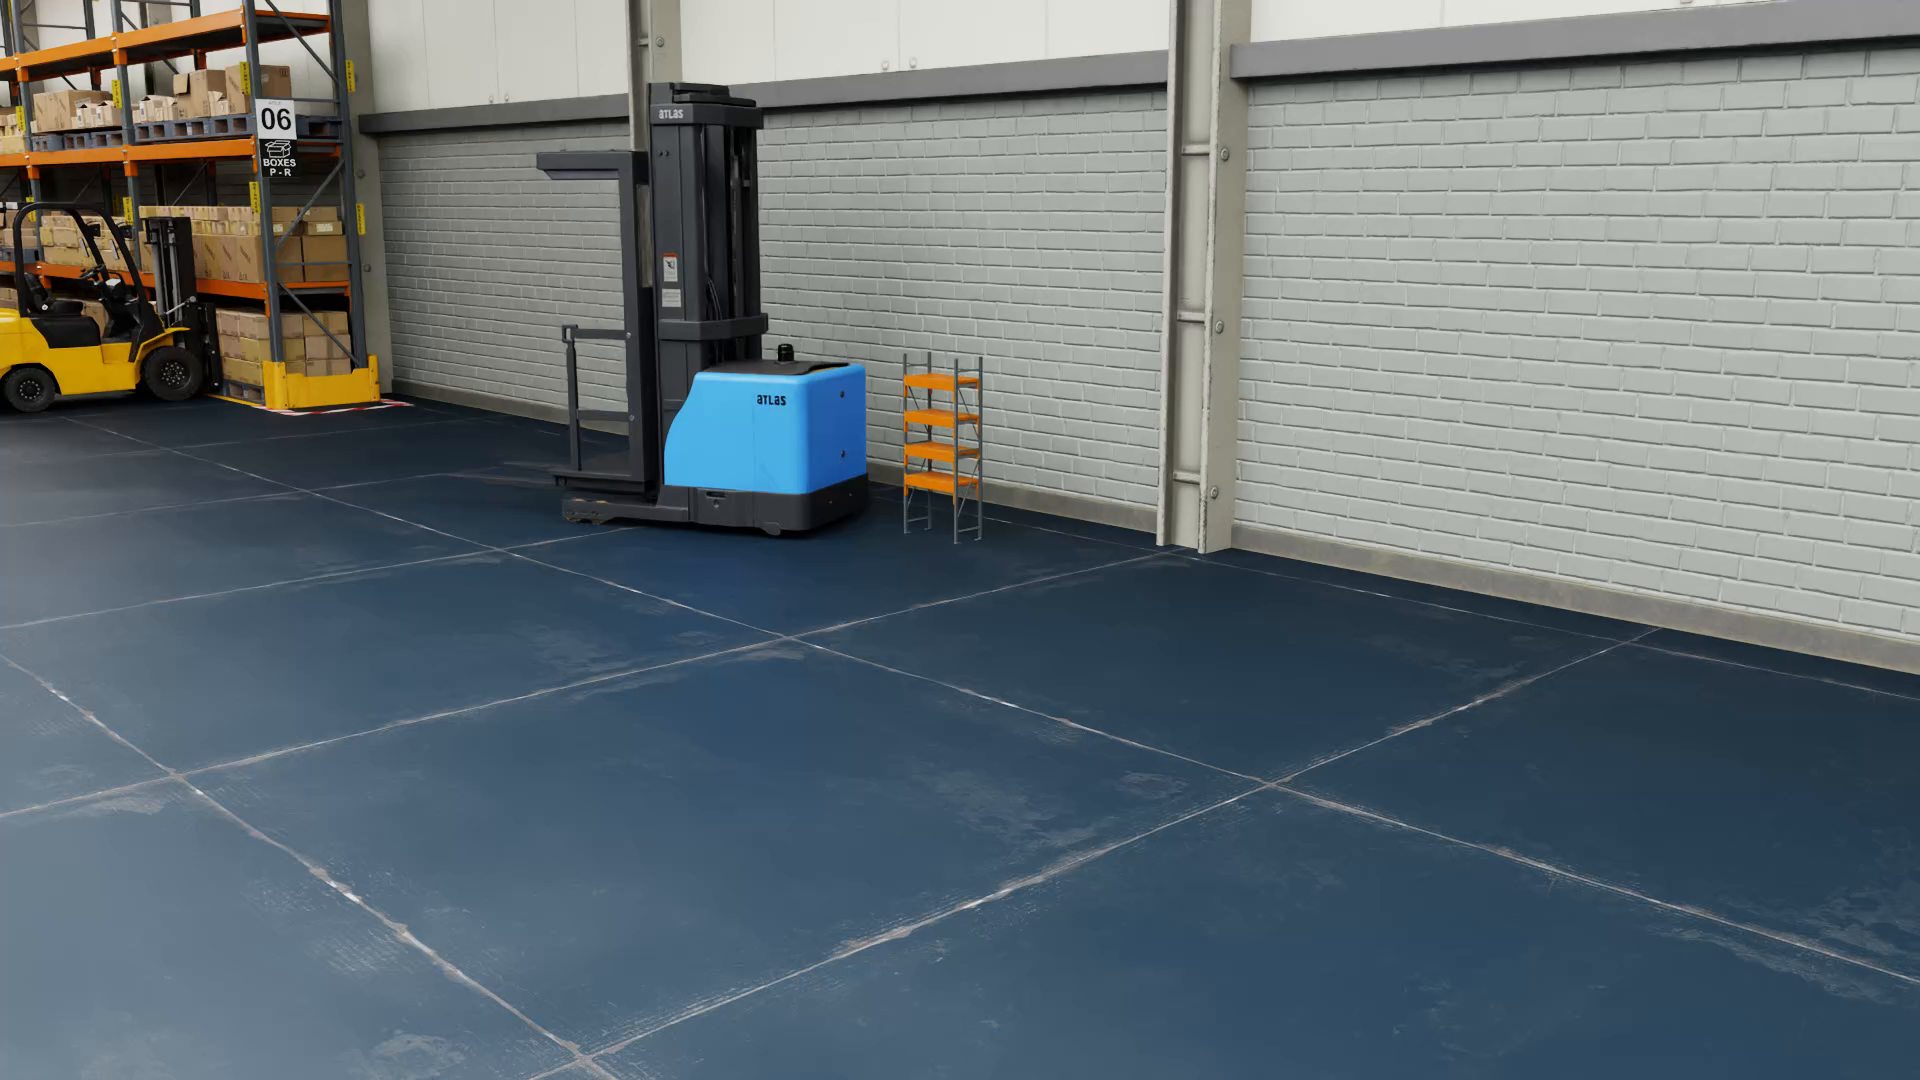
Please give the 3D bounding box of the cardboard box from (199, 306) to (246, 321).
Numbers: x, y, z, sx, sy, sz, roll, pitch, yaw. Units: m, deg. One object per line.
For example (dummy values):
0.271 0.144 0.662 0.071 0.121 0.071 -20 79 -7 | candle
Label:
-8.543 -2.551 19.153 0.500 0.250 0.500 -11 16 -44 | cardboard box

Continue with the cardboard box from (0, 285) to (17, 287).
-14.741 -3.853 25.724 0.250 0.149 0.380 11 16 42 | cardboard box

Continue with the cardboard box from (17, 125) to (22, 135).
-13.051 -5.774 23.456 0.250 0.149 0.380 11 16 44 | cardboard box

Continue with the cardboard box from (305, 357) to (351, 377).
-7.140 -1.915 18.547 0.500 0.250 0.500 -11 16 -42 | cardboard box

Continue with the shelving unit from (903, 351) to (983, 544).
-0.114 -0.612 10.908 0.258 1.200 0.503 -11 16 -43 | shelving unit

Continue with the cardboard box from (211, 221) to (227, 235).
-8.099 -3.485 18.539 0.250 0.149 0.380 11 16 43 | cardboard box

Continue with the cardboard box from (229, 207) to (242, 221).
-7.735 -3.559 18.158 0.380 0.149 0.250 -10 16 -41 | cardboard box

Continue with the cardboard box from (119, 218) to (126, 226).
-10.292 -3.962 20.852 0.380 0.149 0.250 -11 16 -43 | cardboard box

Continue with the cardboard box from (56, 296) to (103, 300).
-12.046 -3.074 23.244 0.875 0.625 0.625 -10 15 -41 | cardboard box

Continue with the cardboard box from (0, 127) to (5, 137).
-13.756 -5.925 24.188 0.380 0.149 0.250 -10 15 -41 | cardboard box

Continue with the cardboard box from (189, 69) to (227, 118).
-8.059 -4.924 18.408 0.700 0.500 0.500 -11 16 -42 | cardboard box

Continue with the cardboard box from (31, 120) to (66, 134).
-12.446 -5.641 22.714 0.380 0.166 0.250 -11 16 -43 | cardboard box

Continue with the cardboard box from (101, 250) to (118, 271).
-10.593 -3.577 21.212 0.500 0.250 0.500 -11 16 -43 | cardboard box

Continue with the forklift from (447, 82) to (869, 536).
-2.206 -1.633 11.576 3.031 2.935 1.130 5 13 22 | forklift

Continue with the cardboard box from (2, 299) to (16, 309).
-13.988 -3.362 24.948 0.500 0.500 0.500 11 16 43 | cardboard box

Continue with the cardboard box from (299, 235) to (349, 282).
-7.083 -3.117 18.360 0.500 0.500 0.500 -10 15 -41 | cardboard box

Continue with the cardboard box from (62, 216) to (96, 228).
-11.889 -4.295 22.468 0.380 0.149 0.250 -11 16 -42 | cardboard box

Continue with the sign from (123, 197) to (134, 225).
-10.090 -3.992 20.182 0.100 0.325 0.005 -11 16 -43 | sign

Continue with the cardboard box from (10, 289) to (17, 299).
-14.019 -3.701 24.988 0.380 0.149 0.250 -11 16 -42 | cardboard box

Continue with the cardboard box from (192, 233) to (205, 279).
-8.533 -3.265 19.077 0.500 0.500 0.500 -11 16 -42 | cardboard box

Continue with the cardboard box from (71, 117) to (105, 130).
-11.216 -5.372 21.455 0.380 0.149 0.250 -11 16 -43 | cardboard box

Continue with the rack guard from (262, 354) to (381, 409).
-6.926 -1.729 18.067 1.175 0.500 0.348 -11 16 -43 | rack guard

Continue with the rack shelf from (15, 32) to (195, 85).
-11.086 -6.223 21.589 1.077 0.370 4.000 -11 16 -43 | rack shelf

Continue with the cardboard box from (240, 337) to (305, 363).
-7.504 -2.088 18.149 0.500 0.250 0.500 -11 16 -43 | cardboard box

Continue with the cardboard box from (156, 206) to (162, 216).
-9.440 -3.942 20.020 0.380 0.149 0.250 -11 16 -42 | cardboard box

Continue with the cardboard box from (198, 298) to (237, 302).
-9.225 -2.845 20.581 0.500 0.250 0.500 -10 16 -41 | cardboard box

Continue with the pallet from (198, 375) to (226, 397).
-8.339 -1.875 19.490 1.003 0.211 1.213 -11 16 -43 | pallet

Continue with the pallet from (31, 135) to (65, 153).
-11.934 -5.415 22.794 1.213 0.211 1.003 -10 15 -40 | pallet

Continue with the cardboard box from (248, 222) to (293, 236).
-7.384 -3.335 17.812 0.380 0.149 0.250 -11 16 -42 | cardboard box

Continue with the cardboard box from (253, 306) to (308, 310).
-7.823 -2.549 19.147 0.500 0.250 0.500 -11 16 -43 | cardboard box

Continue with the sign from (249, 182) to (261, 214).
-7.344 -3.567 17.333 0.100 0.325 0.005 -11 16 -43 | sign

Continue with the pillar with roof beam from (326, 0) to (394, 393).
-9.885 -5.523 15.417 9.100 9.000 0.400 -11 16 -43 | pillar with roof beam

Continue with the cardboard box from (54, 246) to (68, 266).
-11.993 -3.878 22.674 0.500 0.250 0.500 -11 16 -44 | cardboard box

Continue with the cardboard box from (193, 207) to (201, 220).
-8.567 -3.755 19.109 0.380 0.149 0.250 -11 16 -42 | cardboard box

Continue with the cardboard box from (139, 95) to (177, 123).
-9.306 -5.066 19.565 0.500 0.311 0.500 -10 16 -41 | cardboard box

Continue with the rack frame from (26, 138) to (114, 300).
-12.467 -4.125 23.498 1.000 3.000 0.127 -11 16 -43 | rack frame

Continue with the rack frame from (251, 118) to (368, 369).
-6.942 -2.957 17.831 1.000 3.000 0.127 -11 16 -43 | rack frame

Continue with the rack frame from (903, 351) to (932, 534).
-0.283 -0.647 11.080 0.240 1.200 0.015 -11 16 -43 | rack frame

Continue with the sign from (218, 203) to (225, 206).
-9.304 -4.081 20.946 0.100 0.325 0.005 -11 16 -43 | sign

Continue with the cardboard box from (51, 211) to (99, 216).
-12.709 -4.476 23.916 0.500 0.500 0.500 -10 15 -40 | cardboard box

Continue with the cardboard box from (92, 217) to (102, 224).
-11.005 -4.109 21.566 0.380 0.149 0.250 -11 16 -42 | cardboard box

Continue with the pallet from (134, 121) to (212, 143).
-9.097 -4.846 19.784 1.003 0.211 1.213 -11 16 -43 | pallet

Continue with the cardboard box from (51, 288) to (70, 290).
-13.533 -3.725 25.103 0.380 0.149 0.250 -11 16 -42 | cardboard box

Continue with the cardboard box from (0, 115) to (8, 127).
-13.638 -6.023 23.926 0.380 0.149 0.250 -11 16 -44 | cardboard box

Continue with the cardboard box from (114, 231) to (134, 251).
-10.229 -3.748 20.804 0.500 0.250 0.500 -11 16 -44 | cardboard box

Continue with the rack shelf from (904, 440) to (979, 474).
-0.114 -0.546 10.921 0.258 0.148 0.480 -11 16 -43 | rack shelf

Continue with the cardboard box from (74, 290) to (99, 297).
-12.766 -3.586 24.429 0.380 0.149 0.250 -10 15 -41 | cardboard box

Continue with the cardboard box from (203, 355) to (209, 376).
-8.546 -2.062 19.257 0.500 0.250 0.500 -10 15 -41 | cardboard box

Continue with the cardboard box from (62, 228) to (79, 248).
-11.644 -4.045 22.245 0.500 0.250 0.500 11 16 44 | cardboard box

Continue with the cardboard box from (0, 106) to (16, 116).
-14.762 -6.589 25.595 0.396 0.266 0.258 -11 16 -43 | cardboard box

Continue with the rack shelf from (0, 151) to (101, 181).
-13.848 -5.533 24.685 1.077 0.370 4.000 -11 16 -43 | rack shelf
